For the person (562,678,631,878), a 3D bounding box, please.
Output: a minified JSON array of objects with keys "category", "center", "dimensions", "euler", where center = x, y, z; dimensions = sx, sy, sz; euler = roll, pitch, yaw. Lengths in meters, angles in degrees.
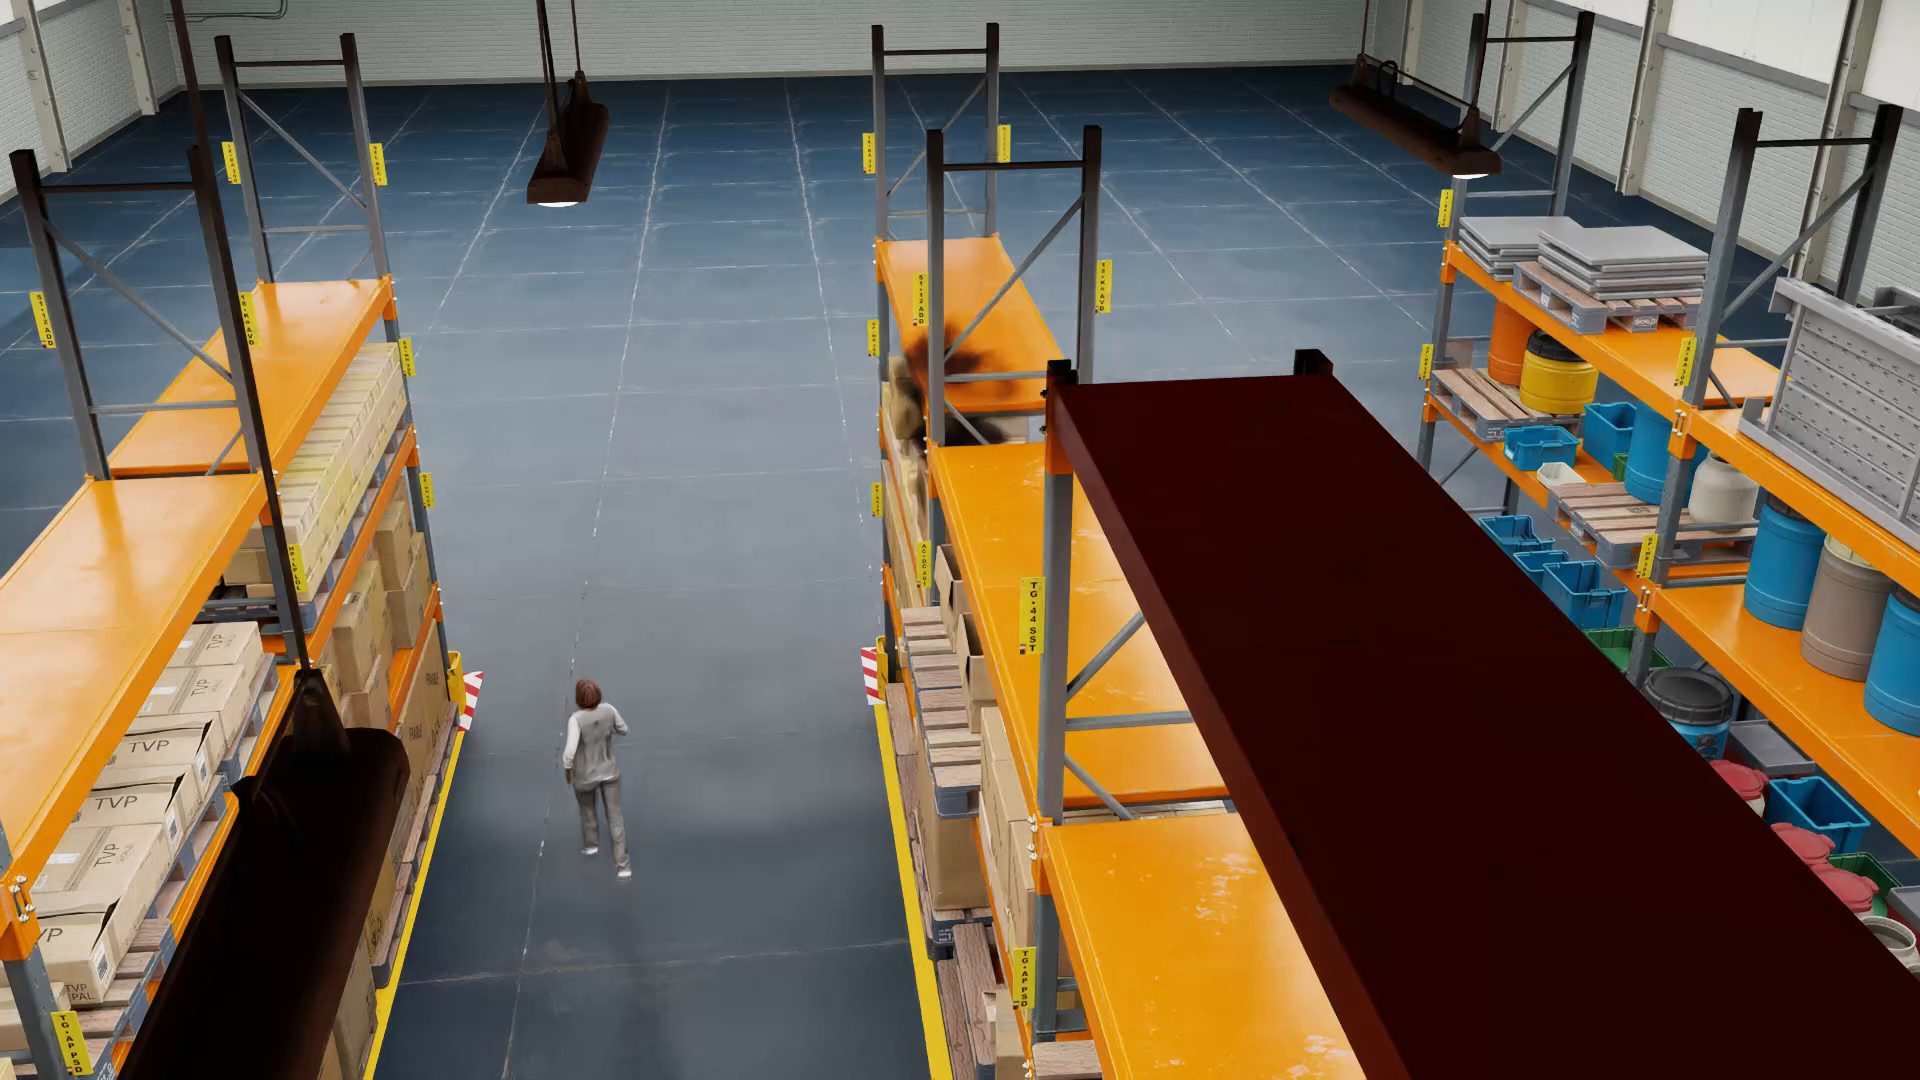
[{"category":"person","center":[-2.671,1.758,12.273],"dimensions":[0.565,1.645,0.729],"euler":[-14,29,-27]}]
